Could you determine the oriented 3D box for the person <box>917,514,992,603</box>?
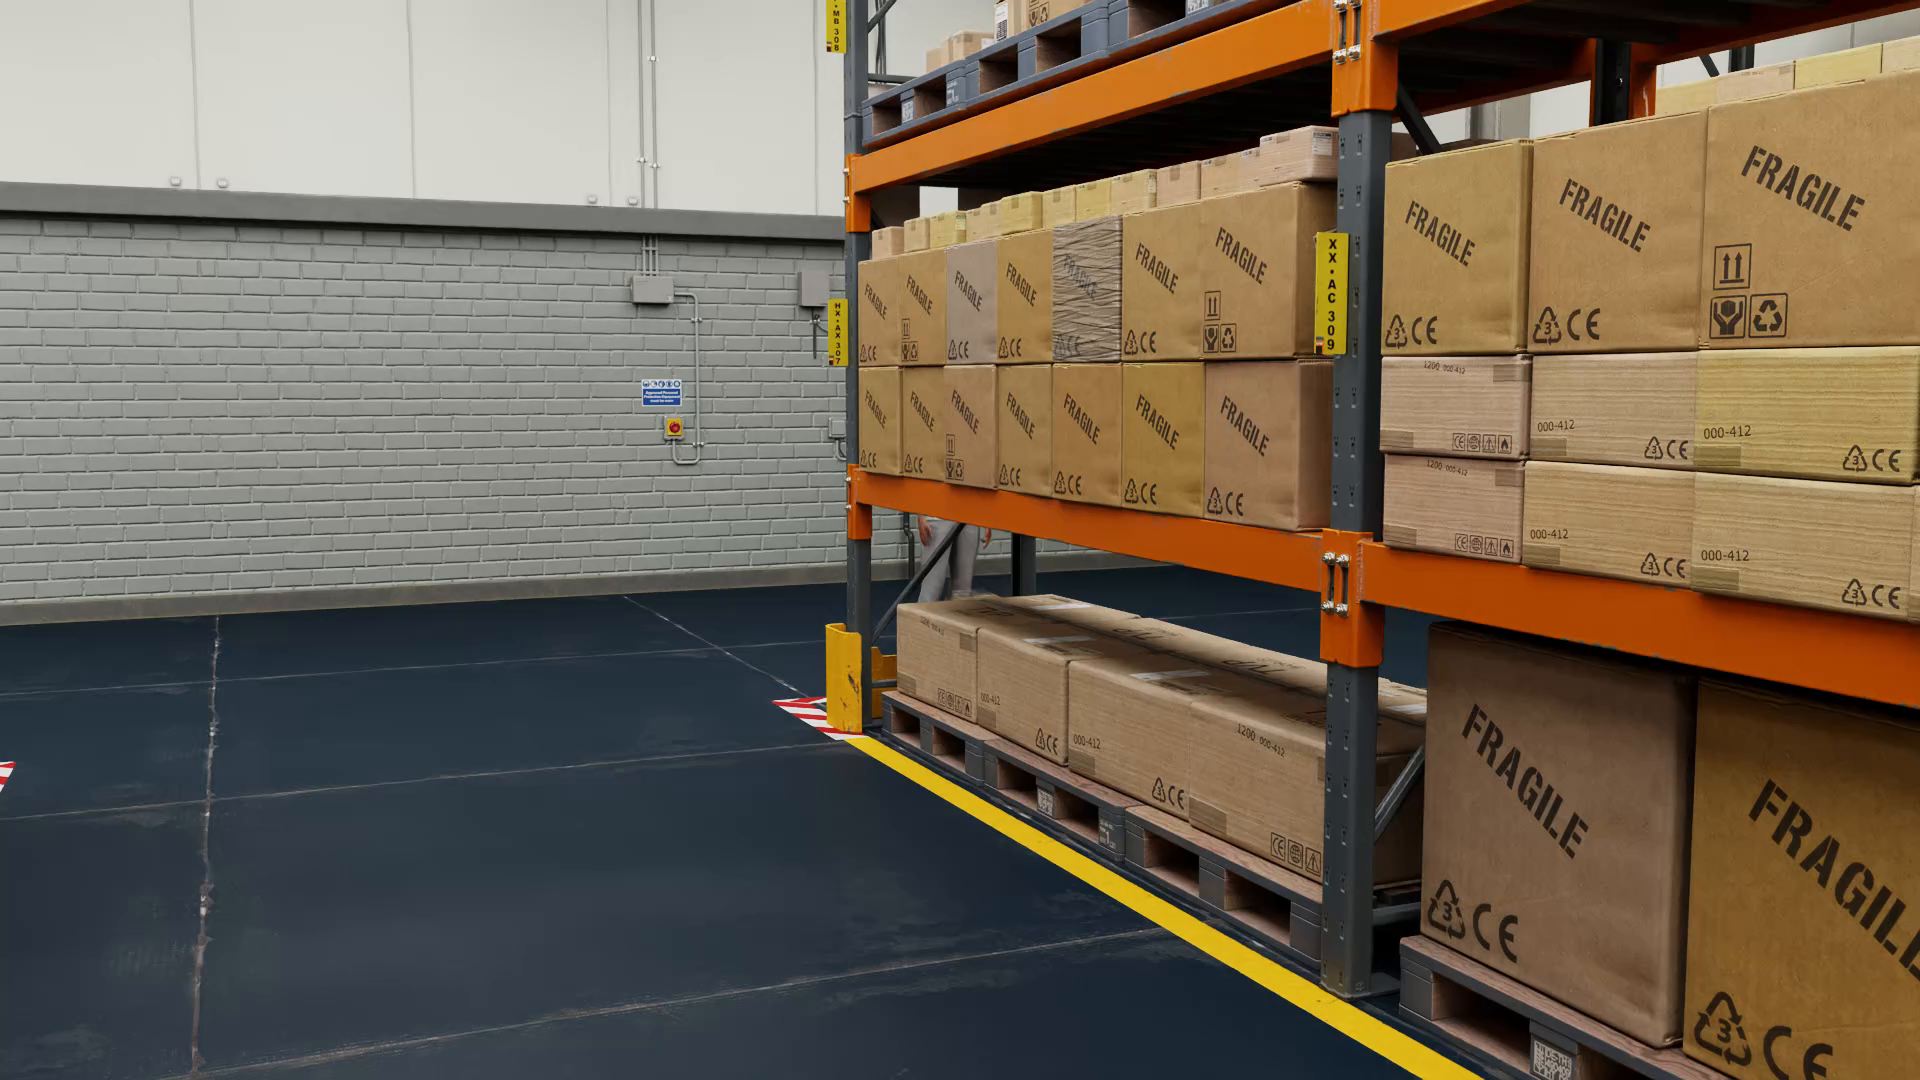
[{"bbox_3d":[-0.045,-0.094,10.203,0.558,1.697,0.530,-2,6,-24],"label":"person"}]
